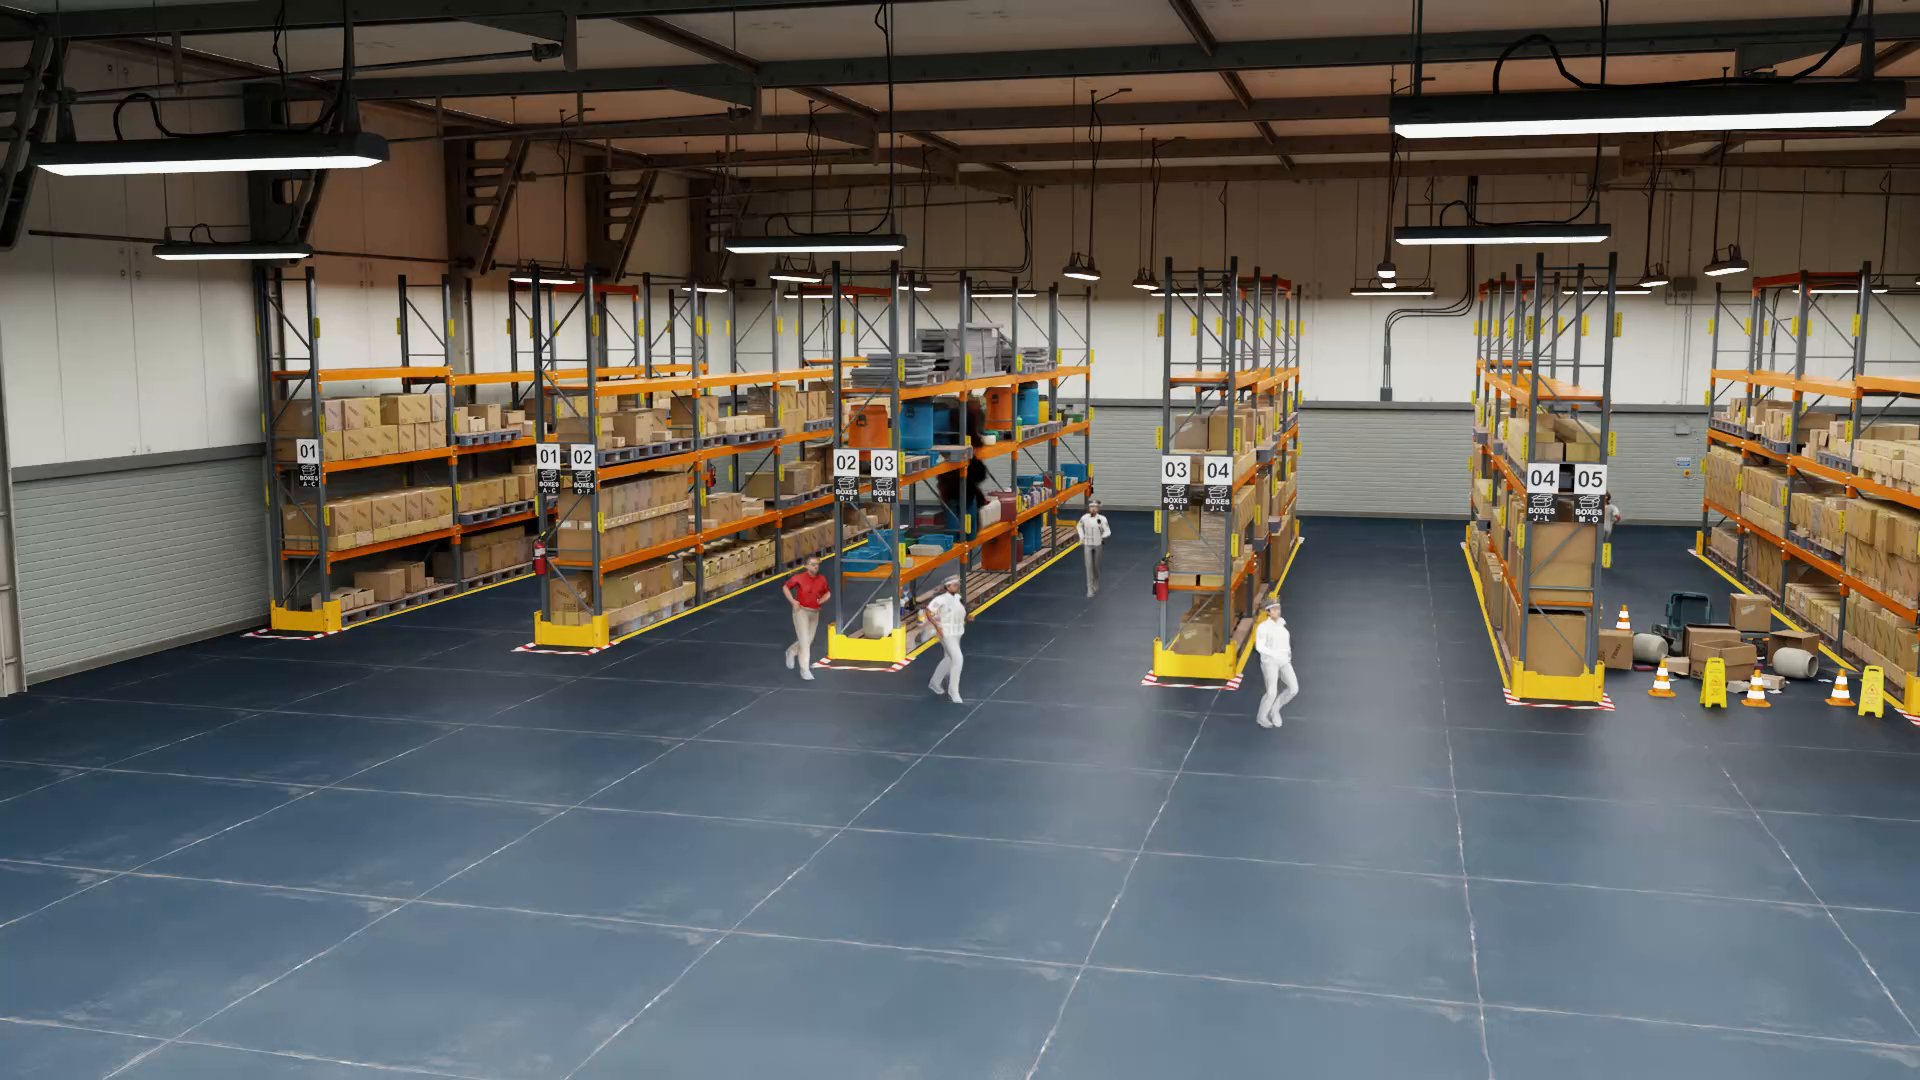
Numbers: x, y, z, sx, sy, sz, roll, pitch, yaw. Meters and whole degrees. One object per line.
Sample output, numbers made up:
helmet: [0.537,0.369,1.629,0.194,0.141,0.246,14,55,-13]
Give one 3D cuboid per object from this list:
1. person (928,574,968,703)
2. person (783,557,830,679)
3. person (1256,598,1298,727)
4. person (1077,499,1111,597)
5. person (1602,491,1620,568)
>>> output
person: [-0.175,1.326,22.546,0.646,1.751,0.523,5,9,34]
person: [-2.205,1.109,24.258,0.698,1.714,0.876,-5,9,-34]
person: [3.974,1.539,20.849,0.628,1.654,0.601,-4,8,-30]
person: [2.373,0.119,29.638,0.618,1.710,0.829,1,7,8]
person: [13.465,-0.208,34.731,0.569,1.625,0.724,0,7,1]
